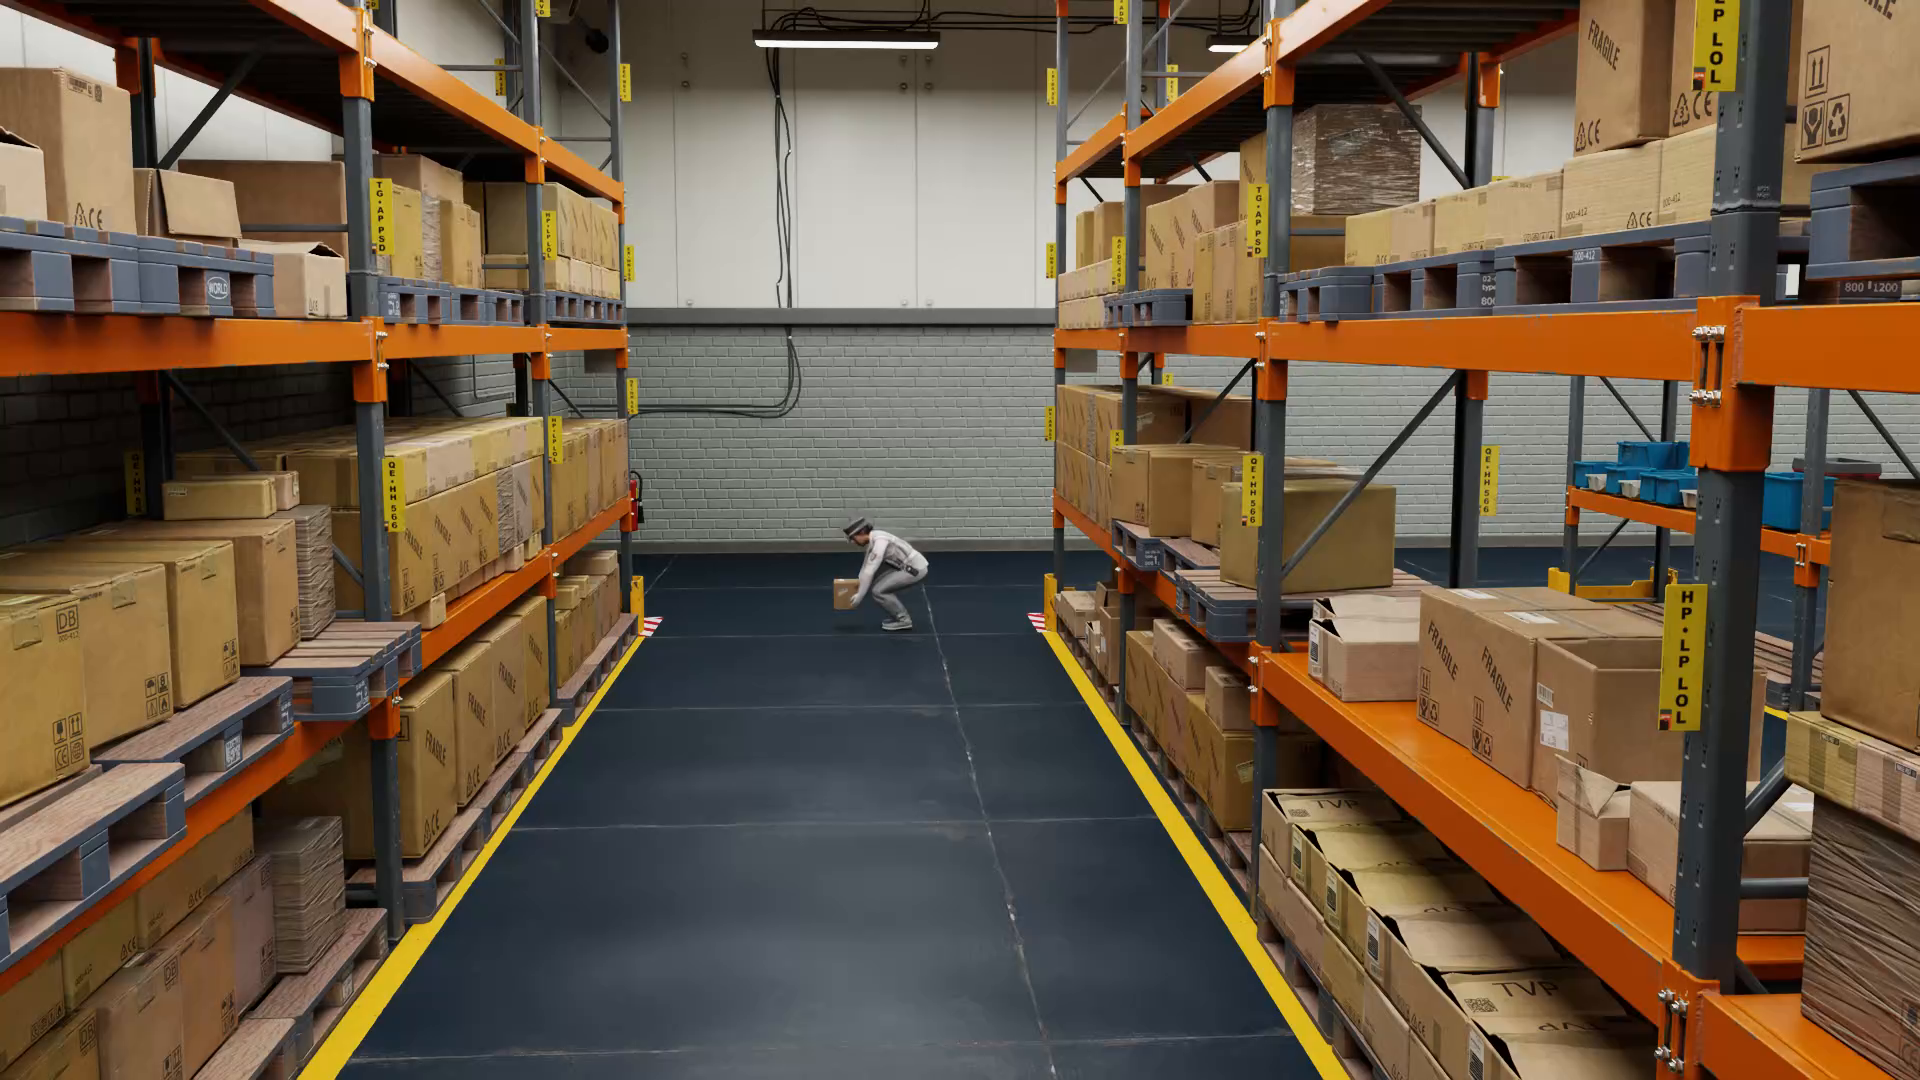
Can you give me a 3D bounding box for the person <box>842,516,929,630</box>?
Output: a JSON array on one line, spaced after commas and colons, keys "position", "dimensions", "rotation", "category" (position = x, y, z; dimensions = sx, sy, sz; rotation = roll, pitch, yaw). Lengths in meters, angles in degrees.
[{"position": [-0.703, 0.307, 15.695], "dimensions": [0.815, 1.073, 0.504], "rotation": [0, 7, -4], "category": "person"}]
